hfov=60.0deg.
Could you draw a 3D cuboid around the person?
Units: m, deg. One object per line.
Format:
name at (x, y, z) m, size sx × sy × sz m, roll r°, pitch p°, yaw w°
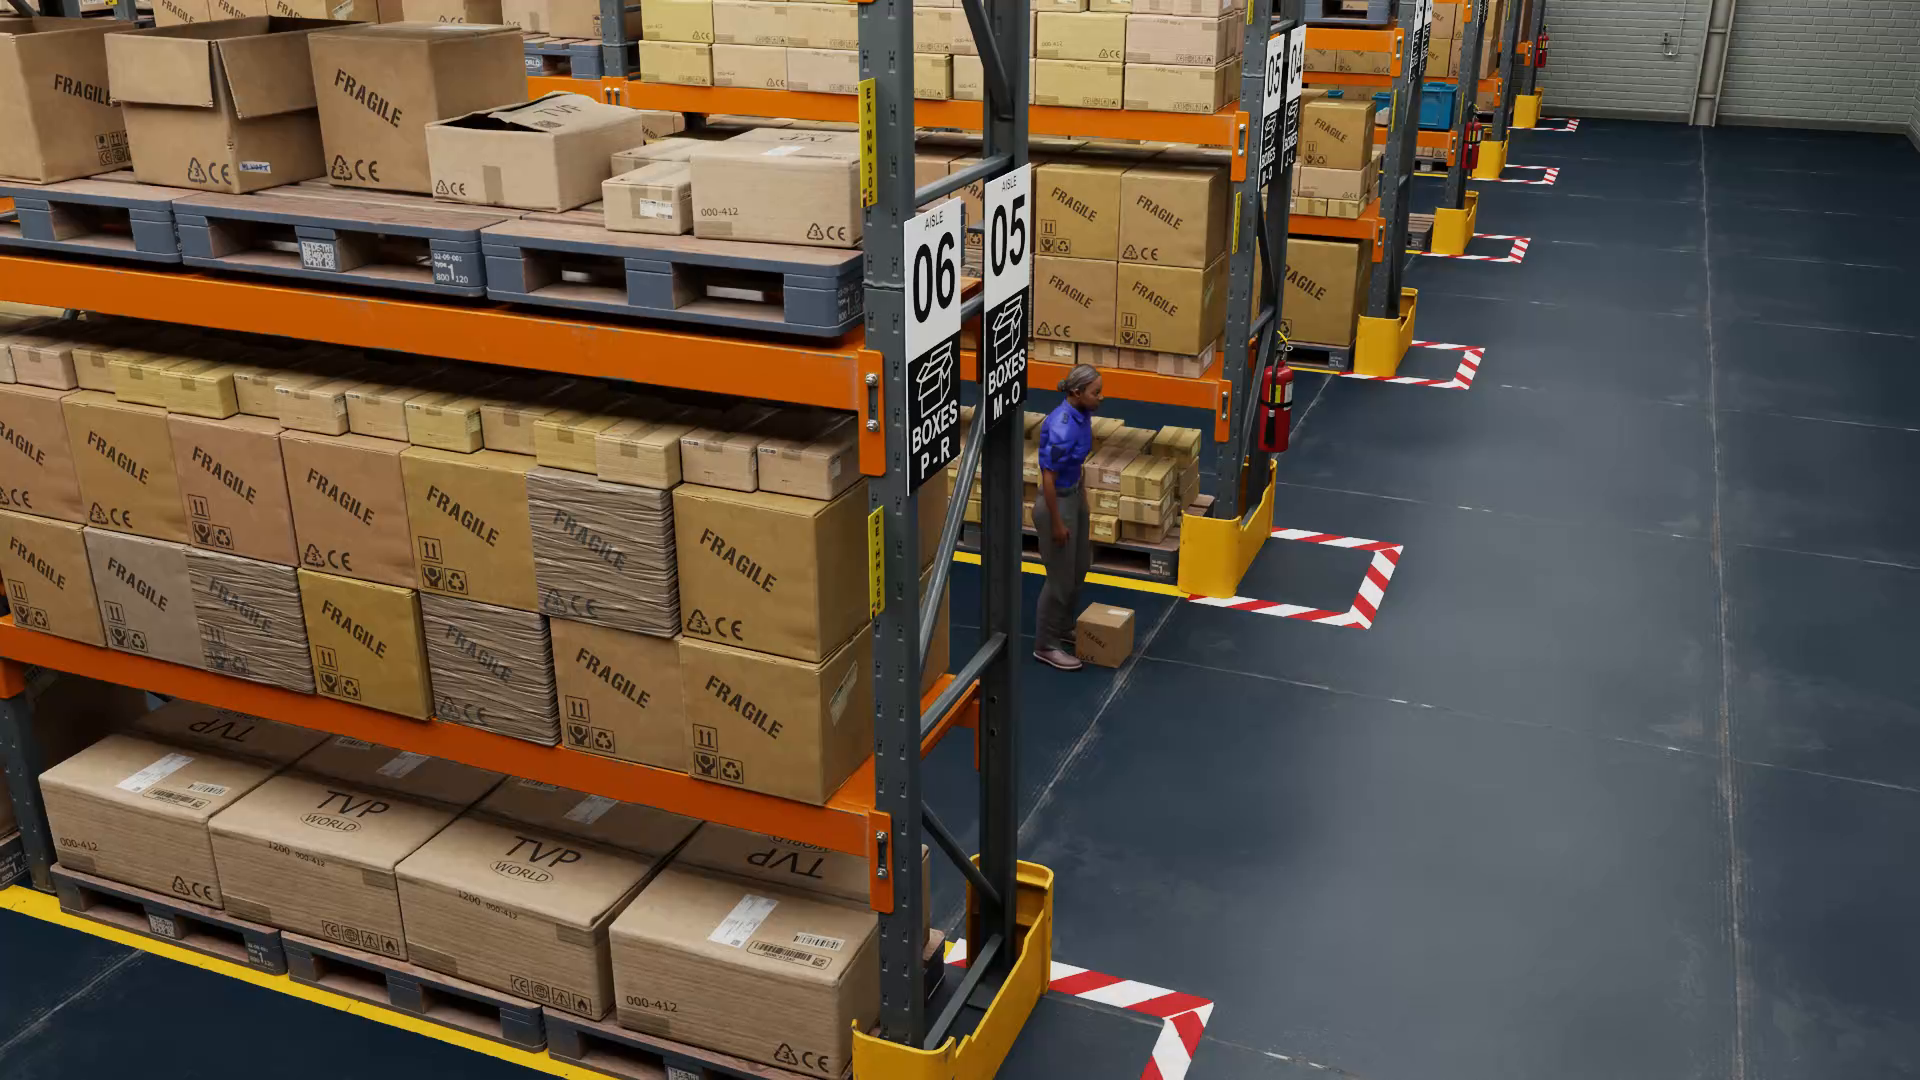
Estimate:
person at (0.579, -0.153, 8.968) m, size 0.349 × 1.655 × 0.509 m, roll 9°, pitch 24°, yaw 20°
